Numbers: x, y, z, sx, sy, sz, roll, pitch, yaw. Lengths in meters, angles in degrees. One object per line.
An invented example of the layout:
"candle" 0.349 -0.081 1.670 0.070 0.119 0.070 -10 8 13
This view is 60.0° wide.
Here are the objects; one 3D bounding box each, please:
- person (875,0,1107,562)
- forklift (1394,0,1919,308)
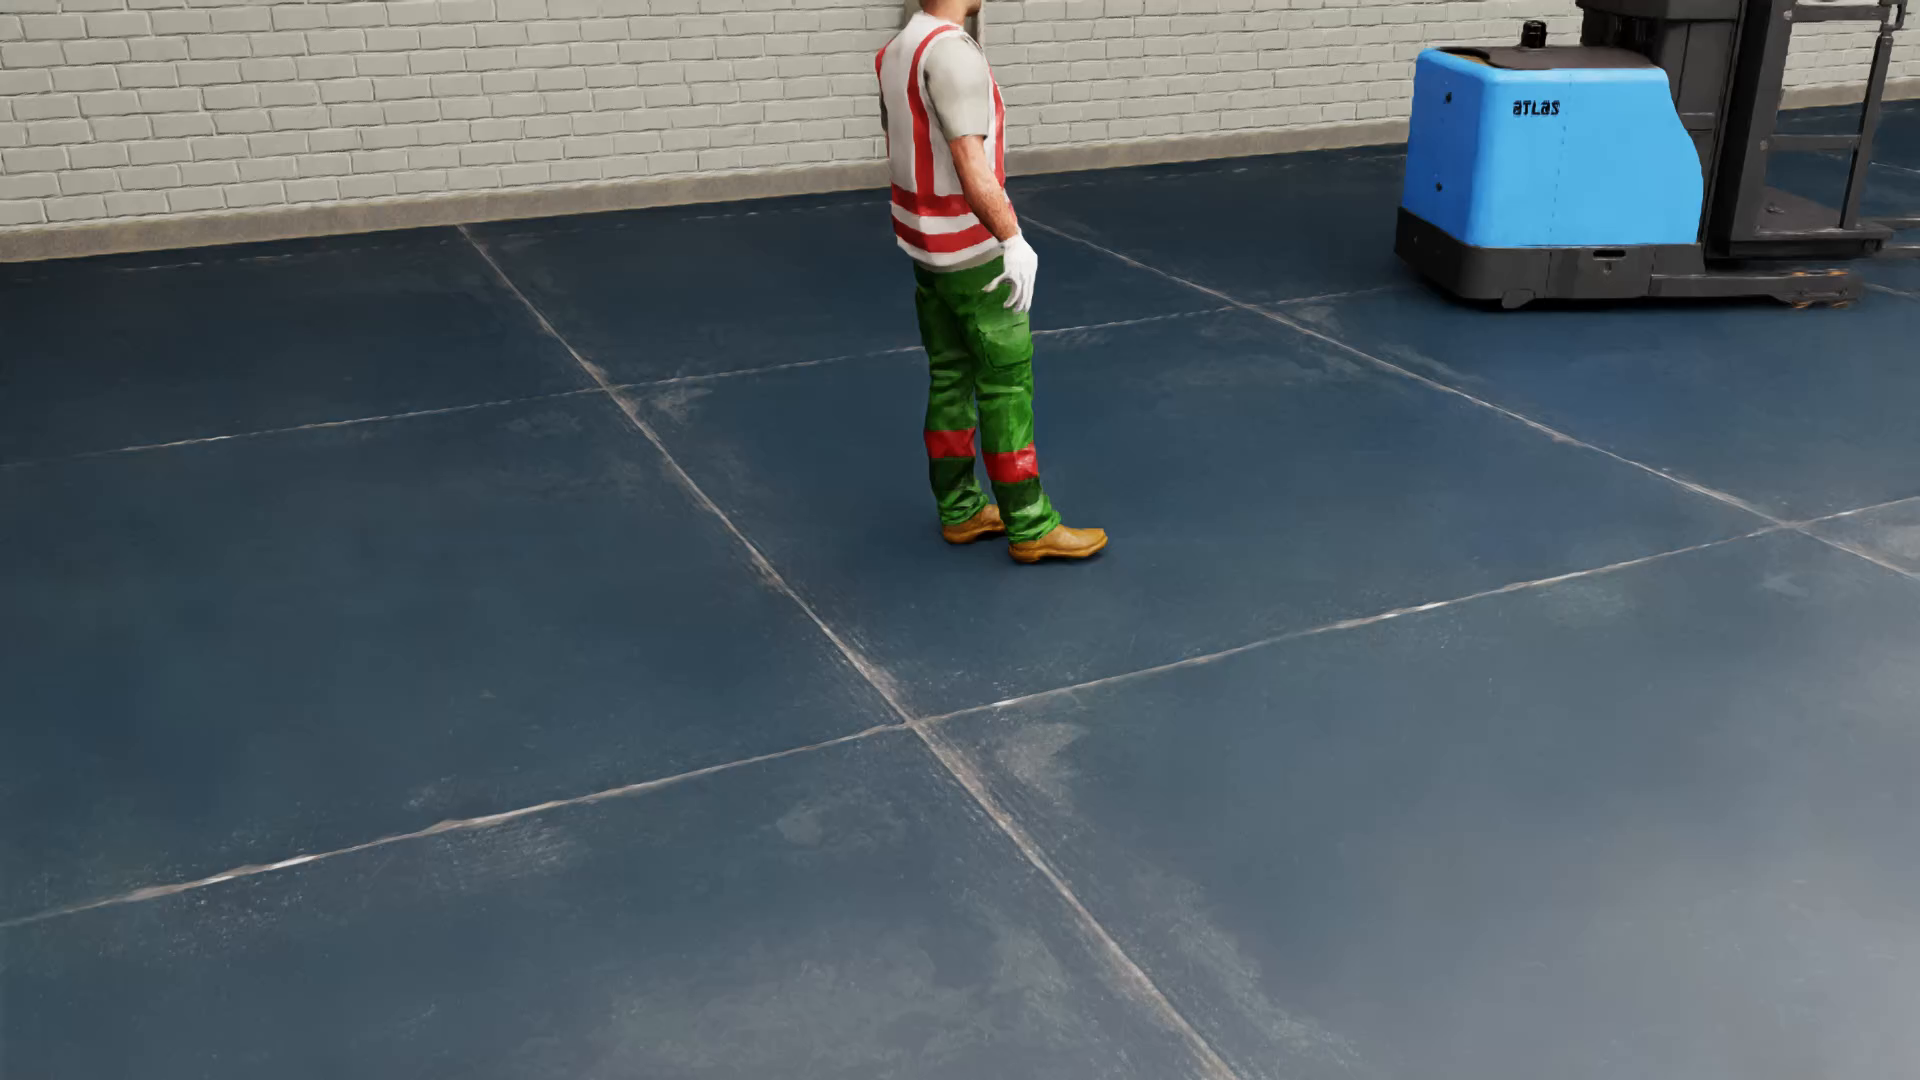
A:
"person" 0.077 -0.842 4.783 0.563 1.787 0.637 -10 25 -23
"forklift" 3.744 -2.627 7.609 3.031 2.935 1.130 -2 23 -5
